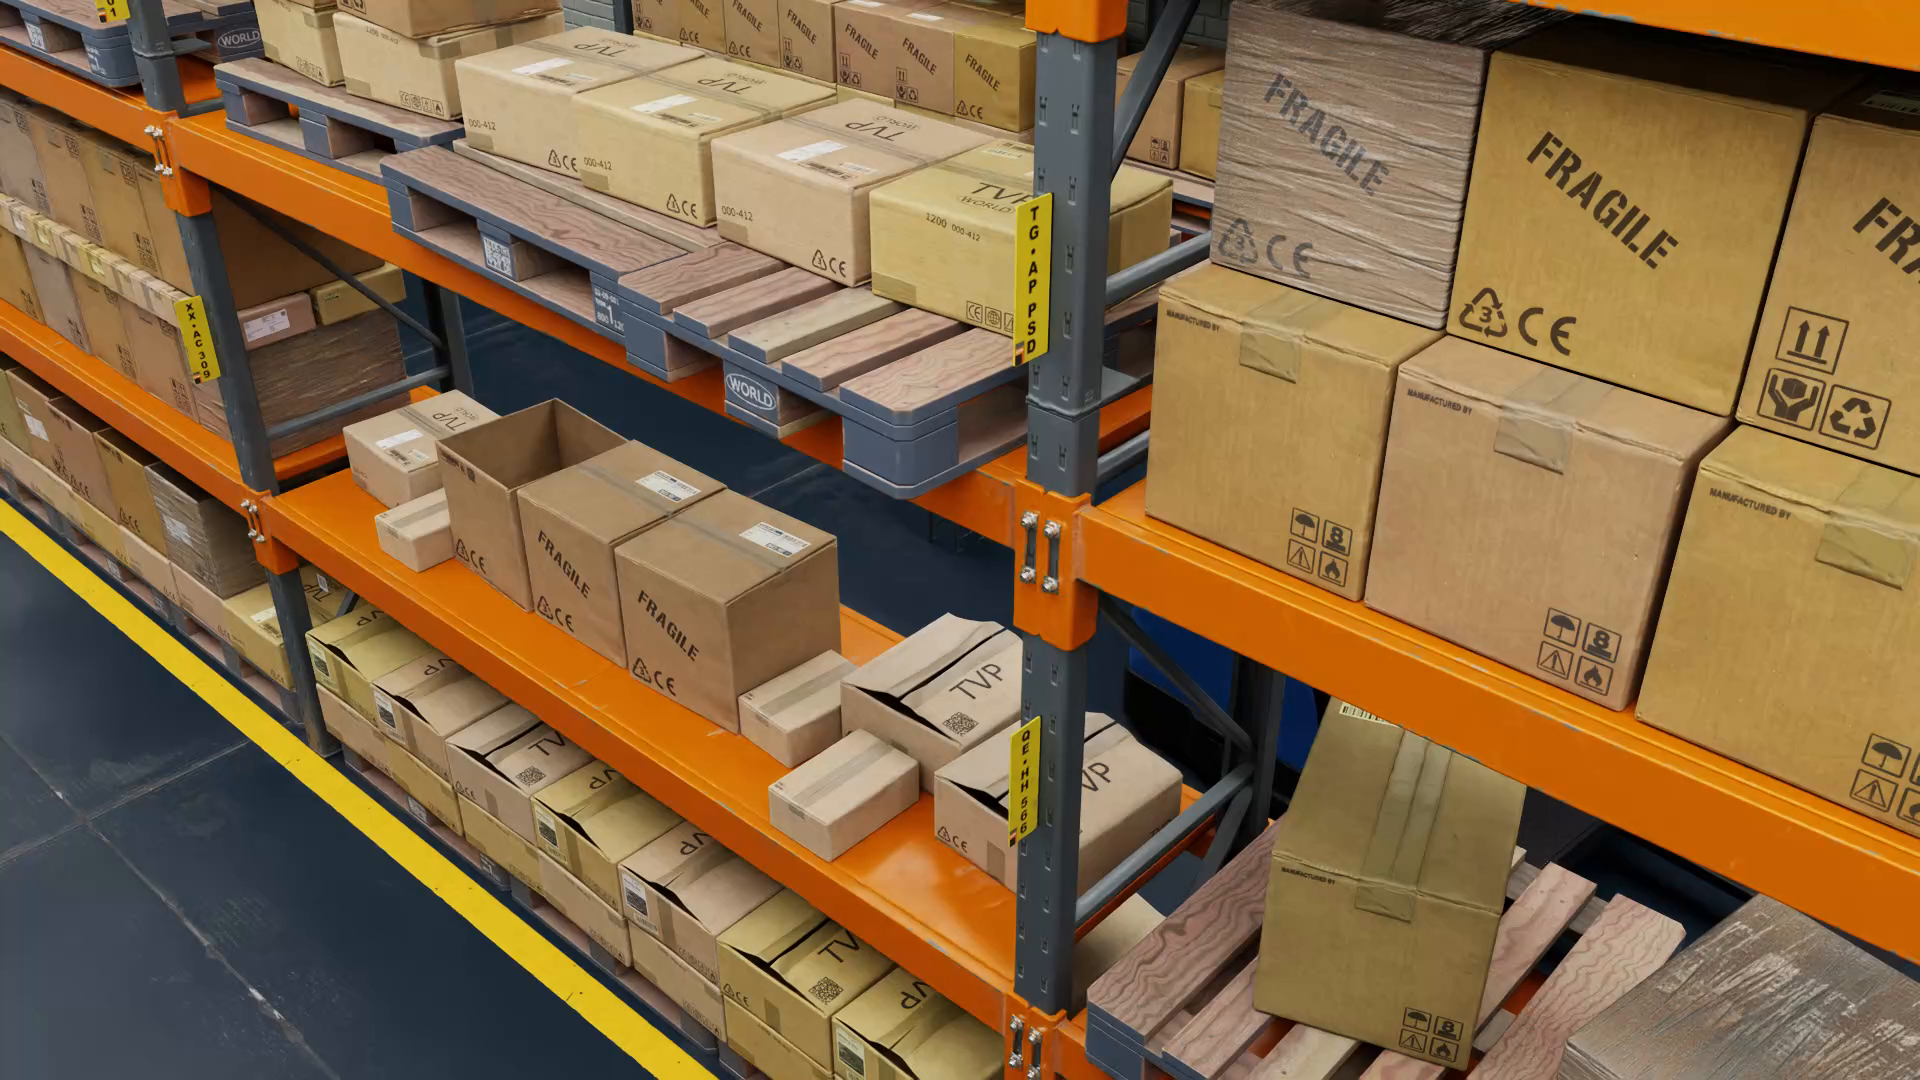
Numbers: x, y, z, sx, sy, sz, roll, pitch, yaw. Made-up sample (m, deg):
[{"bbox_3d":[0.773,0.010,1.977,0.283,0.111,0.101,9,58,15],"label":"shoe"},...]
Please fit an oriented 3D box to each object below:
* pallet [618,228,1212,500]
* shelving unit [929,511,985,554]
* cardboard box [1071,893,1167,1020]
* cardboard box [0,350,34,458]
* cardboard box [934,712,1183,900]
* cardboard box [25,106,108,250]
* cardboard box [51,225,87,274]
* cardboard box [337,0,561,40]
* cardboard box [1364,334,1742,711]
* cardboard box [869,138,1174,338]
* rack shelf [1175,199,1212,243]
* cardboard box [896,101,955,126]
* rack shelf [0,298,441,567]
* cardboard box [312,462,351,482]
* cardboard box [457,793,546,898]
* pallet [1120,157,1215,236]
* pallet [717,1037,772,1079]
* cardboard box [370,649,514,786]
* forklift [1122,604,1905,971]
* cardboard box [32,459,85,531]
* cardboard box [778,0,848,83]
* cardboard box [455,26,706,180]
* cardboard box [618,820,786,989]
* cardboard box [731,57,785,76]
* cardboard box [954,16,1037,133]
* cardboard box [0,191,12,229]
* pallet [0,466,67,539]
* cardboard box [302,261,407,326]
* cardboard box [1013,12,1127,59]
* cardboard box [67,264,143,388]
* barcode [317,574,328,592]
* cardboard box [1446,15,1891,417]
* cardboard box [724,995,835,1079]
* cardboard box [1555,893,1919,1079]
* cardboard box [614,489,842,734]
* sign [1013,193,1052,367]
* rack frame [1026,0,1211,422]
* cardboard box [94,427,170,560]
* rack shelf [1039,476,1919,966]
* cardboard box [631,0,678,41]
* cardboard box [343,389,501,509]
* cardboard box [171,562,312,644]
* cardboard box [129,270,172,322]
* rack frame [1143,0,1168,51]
[{"bbox_3d":[-0.047,-0.568,4.059,1.003,0.211,1.213,27,40,37],"label":"pallet"},{"bbox_3d":[-0.011,-0.519,8.449,0.189,1.200,0.258,25,39,35],"label":"shelving unit"},{"bbox_3d":[0.325,1.301,5.395,0.500,0.311,0.500,27,40,37],"label":"cardboard box"},{"bbox_3d":[-4.795,-0.812,8.722,0.500,0.500,0.500,25,39,35],"label":"cardboard box"},{"bbox_3d":[0.276,0.733,4.711,0.500,0.311,0.500,-27,40,-37],"label":"cardboard box"},{"bbox_3d":[-3.529,-1.645,7.219,0.500,0.500,0.700,25,39,35],"label":"cardboard box"},{"bbox_3d":[-3.735,-1.320,7.309,0.250,0.149,0.380,26,40,36],"label":"cardboard box"},{"bbox_3d":[-1.581,-1.852,5.022,0.500,0.500,0.500,-25,39,-35],"label":"cardboard box"},{"bbox_3d":[1.241,-0.176,3.129,0.500,0.500,0.910,25,39,35],"label":"cardboard box"},{"bbox_3d":[0.142,-0.699,3.833,0.500,0.250,0.500,22,37,32],"label":"cardboard box"},{"bbox_3d":[2.355,-1.442,8.935,4.000,0.370,1.077,25,39,35],"label":"rack shelf"},{"bbox_3d":[-0.046,-2.611,10.304,0.500,0.250,0.500,25,39,35],"label":"cardboard box"},{"bbox_3d":[-3.932,-0.931,8.086,4.000,0.370,1.077,25,39,35],"label":"rack shelf"},{"bbox_3d":[-2.583,-0.151,7.624,0.500,0.500,0.500,25,39,35],"label":"cardboard box"},{"bbox_3d":[-1.552,1.041,6.371,0.500,0.250,0.500,24,38,34],"label":"cardboard box"},{"bbox_3d":[1.341,-2.040,9.417,1.213,0.211,1.003,25,39,35],"label":"pallet"},{"bbox_3d":[-0.068,1.732,5.668,1.213,0.211,1.003,25,39,35],"label":"pallet"},{"bbox_3d":[-1.942,0.624,6.520,0.500,0.311,0.500,25,39,35],"label":"cardboard box"},{"bbox_3d":[2.072,-0.047,5.987,1.130,2.935,3.031,-25,39,-35],"label":"forklift"},{"bbox_3d":[-4.423,-0.318,8.629,0.500,0.250,0.500,25,39,35],"label":"cardboard box"},{"bbox_3d":[-0.812,-3.282,10.693,0.500,0.500,0.500,26,40,36],"label":"cardboard box"},{"bbox_3d":[-1.073,-1.263,4.769,0.500,0.250,0.500,21,37,31],"label":"cardboard box"},{"bbox_3d":[-0.799,1.155,5.639,0.500,0.311,0.500,25,39,35],"label":"cardboard box"},{"bbox_3d":[-1.177,-3.128,11.164,0.500,0.250,0.500,24,39,34],"label":"cardboard box"},{"bbox_3d":[0.314,-2.754,9.815,0.500,0.500,0.500,25,39,35],"label":"cardboard box"},{"bbox_3d":[-4.312,-1.589,7.756,0.250,0.149,0.380,24,39,35],"label":"cardboard box"},{"bbox_3d":[-4.820,-0.488,9.356,1.213,0.211,1.003,25,39,35],"label":"pallet"},{"bbox_3d":[-2.519,-1.035,6.835,0.250,0.149,0.380,25,39,35],"label":"cardboard box"},{"bbox_3d":[0.664,-2.951,10.142,0.500,0.500,0.500,24,38,34],"label":"cardboard box"},{"bbox_3d":[-3.547,-1.096,7.566,0.500,0.500,0.700,26,39,36],"label":"cardboard box"},{"bbox_3d":[-2.539,0.171,6.623,0.075,0.075,0.001,25,39,35],"label":"barcode"},{"bbox_3d":[1.214,-0.589,2.846,0.500,0.500,0.500,25,39,35],"label":"cardboard box"},{"bbox_3d":[-0.422,1.569,5.493,0.500,0.250,0.500,25,39,35],"label":"cardboard box"},{"bbox_3d":[1.609,1.179,3.379,0.700,0.500,0.500,-21,37,-31],"label":"cardboard box"},{"bbox_3d":[-0.739,0.220,5.380,0.500,0.500,0.500,23,38,33],"label":"cardboard box"},{"bbox_3d":[0.138,-0.494,3.176,0.005,0.325,0.100,25,39,35],"label":"sign"},{"bbox_3d":[0.516,-1.733,2.904,0.127,3.000,1.000,25,39,35],"label":"rack frame"},{"bbox_3d":[-3.676,-0.296,7.866,0.500,0.500,0.500,25,39,35],"label":"cardboard box"},{"bbox_3d":[1.999,0.552,2.713,4.000,0.370,1.077,25,39,35],"label":"rack shelf"},{"bbox_3d":[-1.941,-3.813,11.574,0.500,0.500,0.500,25,39,35],"label":"cardboard box"},{"bbox_3d":[-2.055,-0.329,6.534,0.500,0.250,0.500,-27,40,-37],"label":"cardboard box"},{"bbox_3d":[-3.304,0.197,7.773,0.500,0.250,0.500,25,39,35],"label":"cardboard box"},{"bbox_3d":[-3.172,-1.056,6.870,0.250,0.149,0.380,24,38,34],"label":"cardboard box"},{"bbox_3d":[0.872,-2.443,9.899,0.127,3.000,1.000,25,39,35],"label":"rack frame"}]
